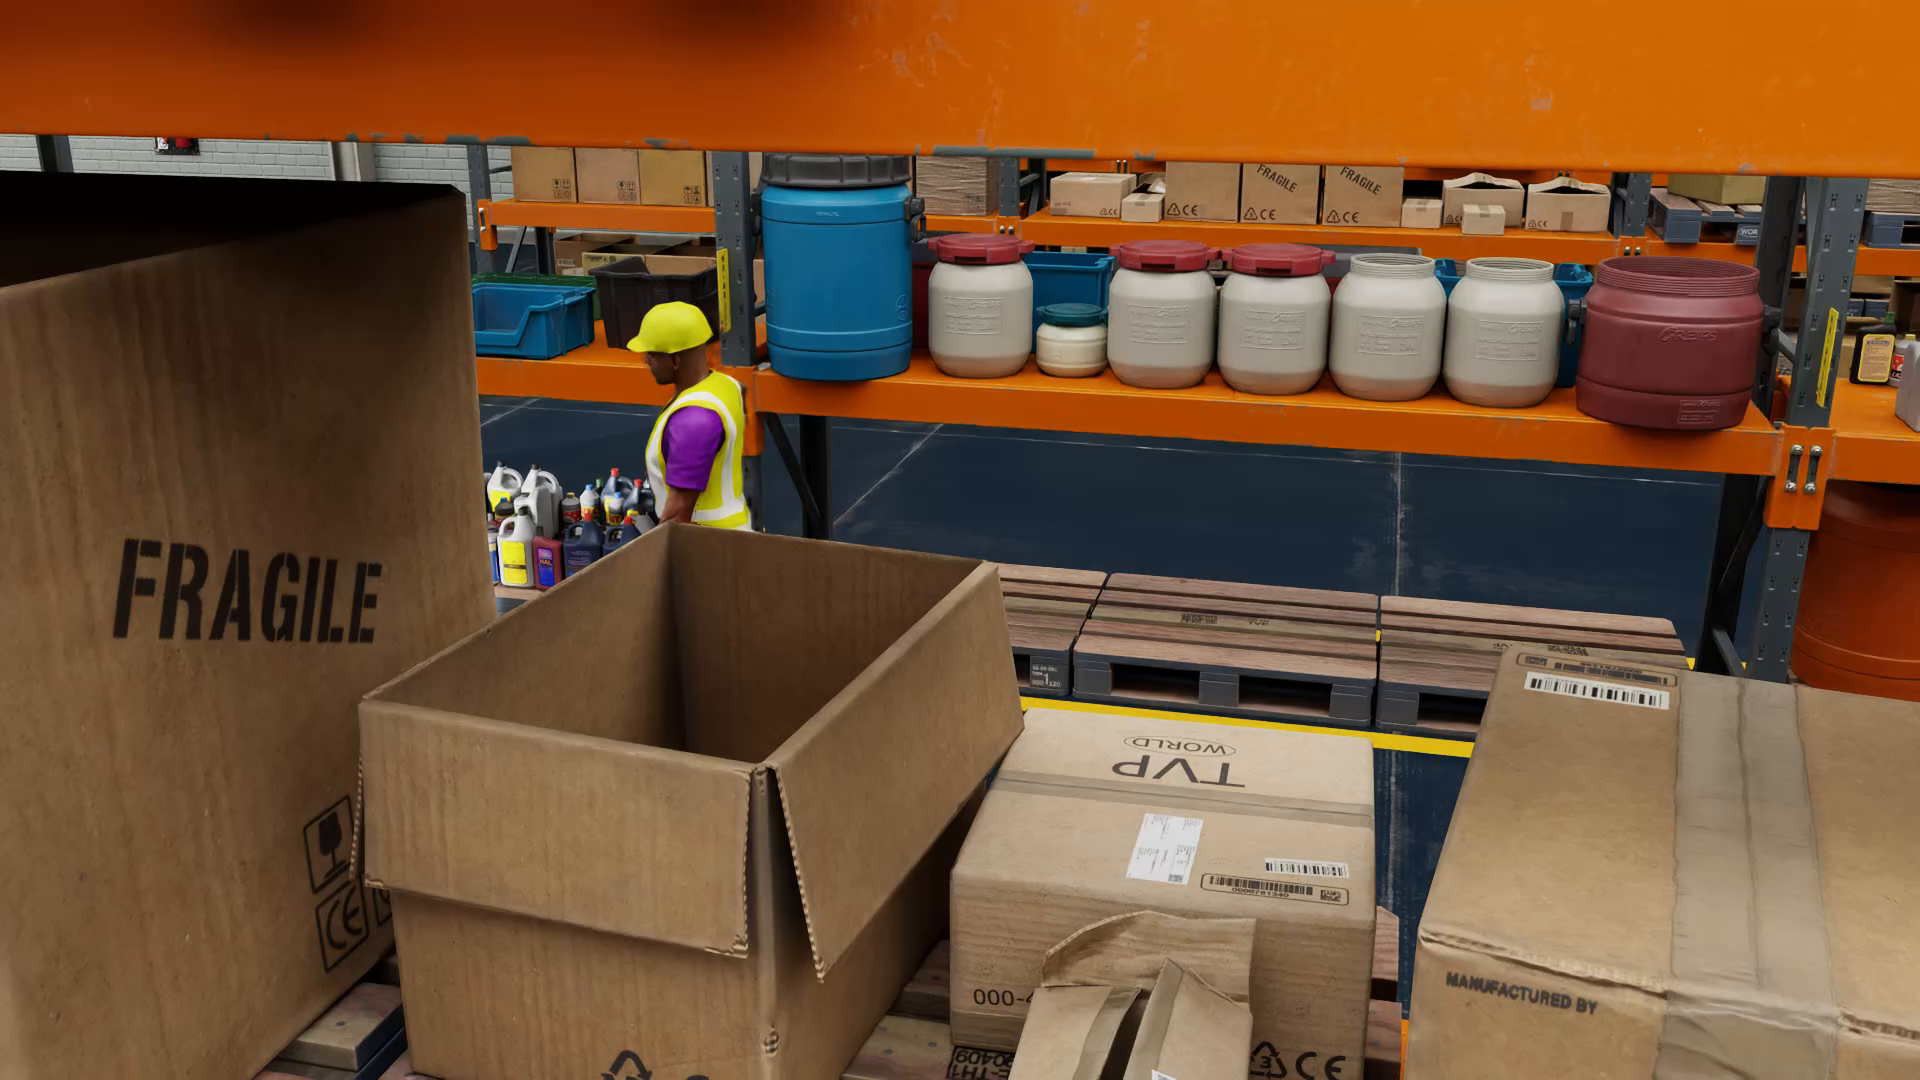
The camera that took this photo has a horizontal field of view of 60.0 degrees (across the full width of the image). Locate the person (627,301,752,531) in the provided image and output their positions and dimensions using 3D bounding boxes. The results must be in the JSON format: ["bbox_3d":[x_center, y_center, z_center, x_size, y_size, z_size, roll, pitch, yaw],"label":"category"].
[{"bbox_3d":[-0.924,0.047,5.854,0.483,1.797,0.619,-2,18,-6],"label":"person"}]
